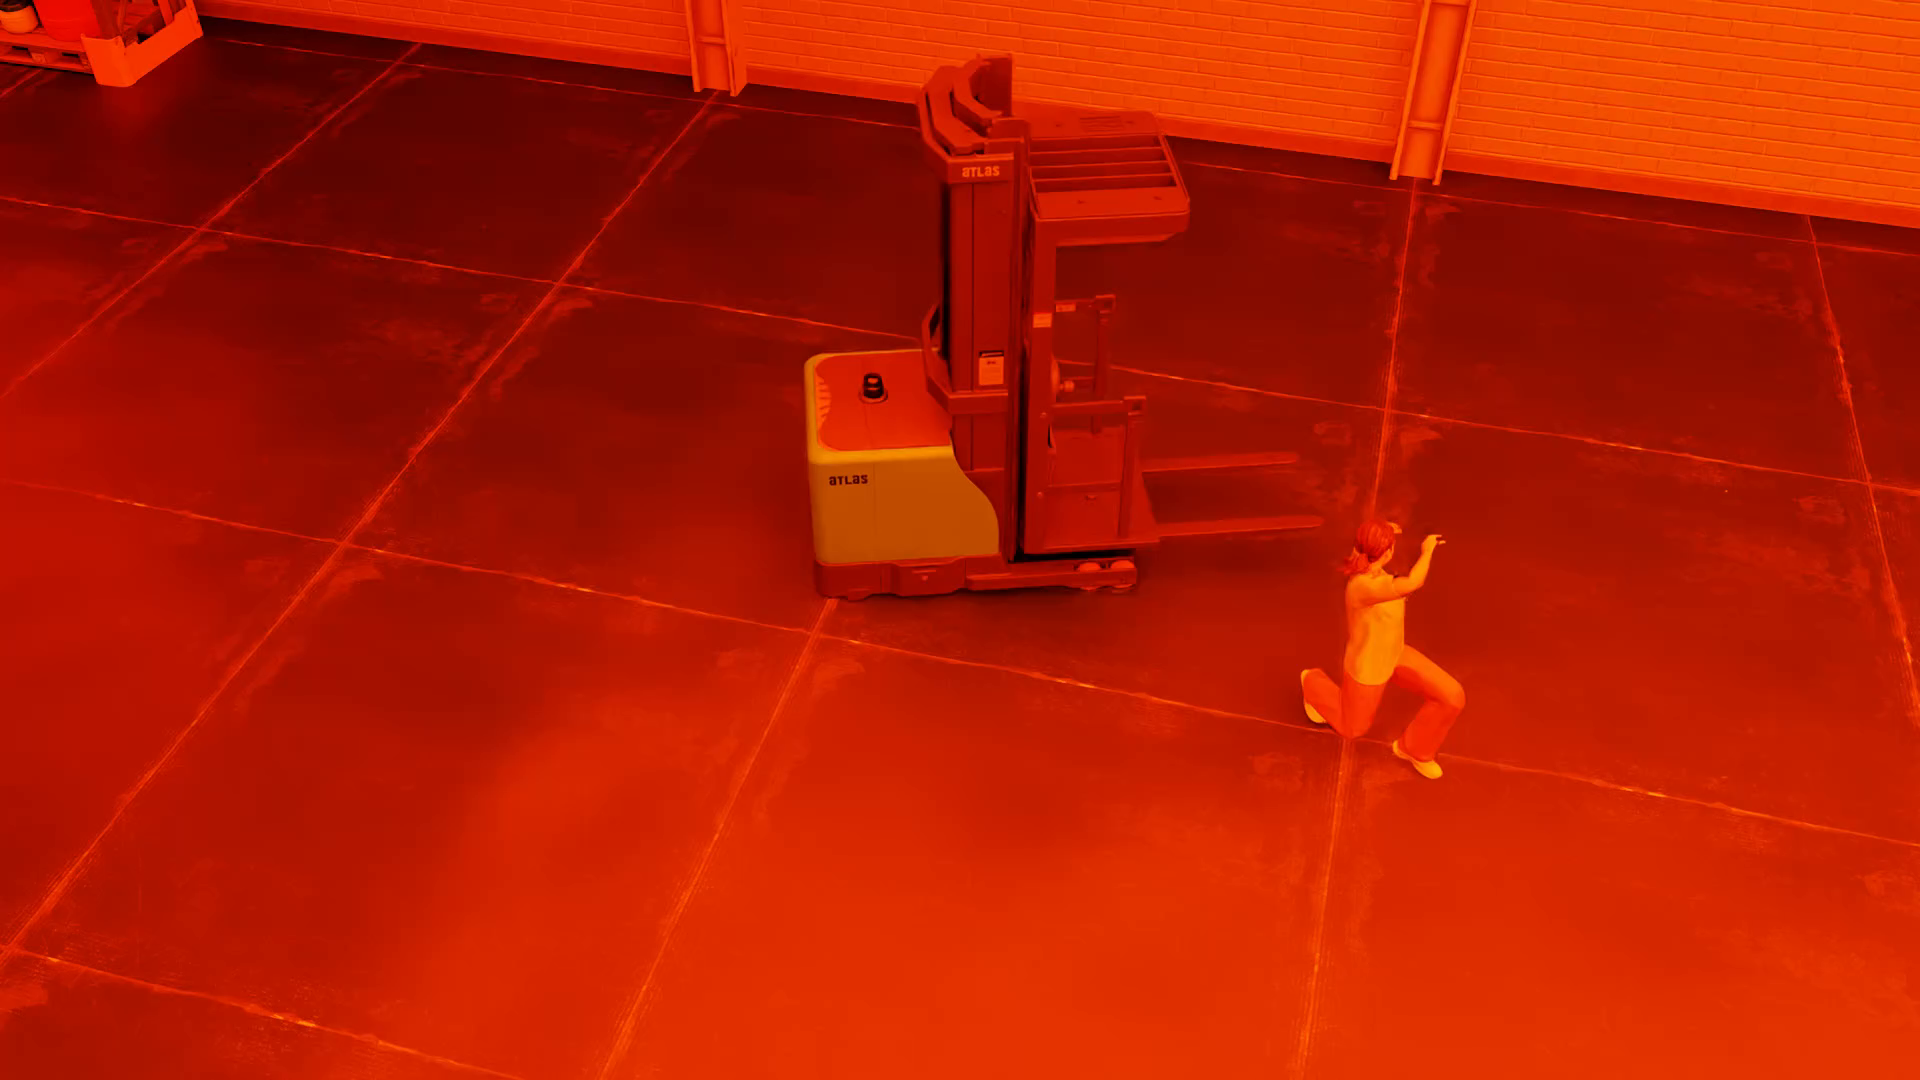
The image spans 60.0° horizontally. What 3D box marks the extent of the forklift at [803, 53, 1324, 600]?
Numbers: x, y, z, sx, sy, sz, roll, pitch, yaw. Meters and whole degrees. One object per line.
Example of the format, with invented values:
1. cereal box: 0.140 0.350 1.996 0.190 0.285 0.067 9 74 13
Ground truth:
1. forklift: 0.623 -1.154 9.178 3.031 2.935 1.130 -4 41 -4

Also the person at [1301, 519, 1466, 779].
1. person: 2.297 0.438 8.541 0.909 1.378 0.912 30 49 29
